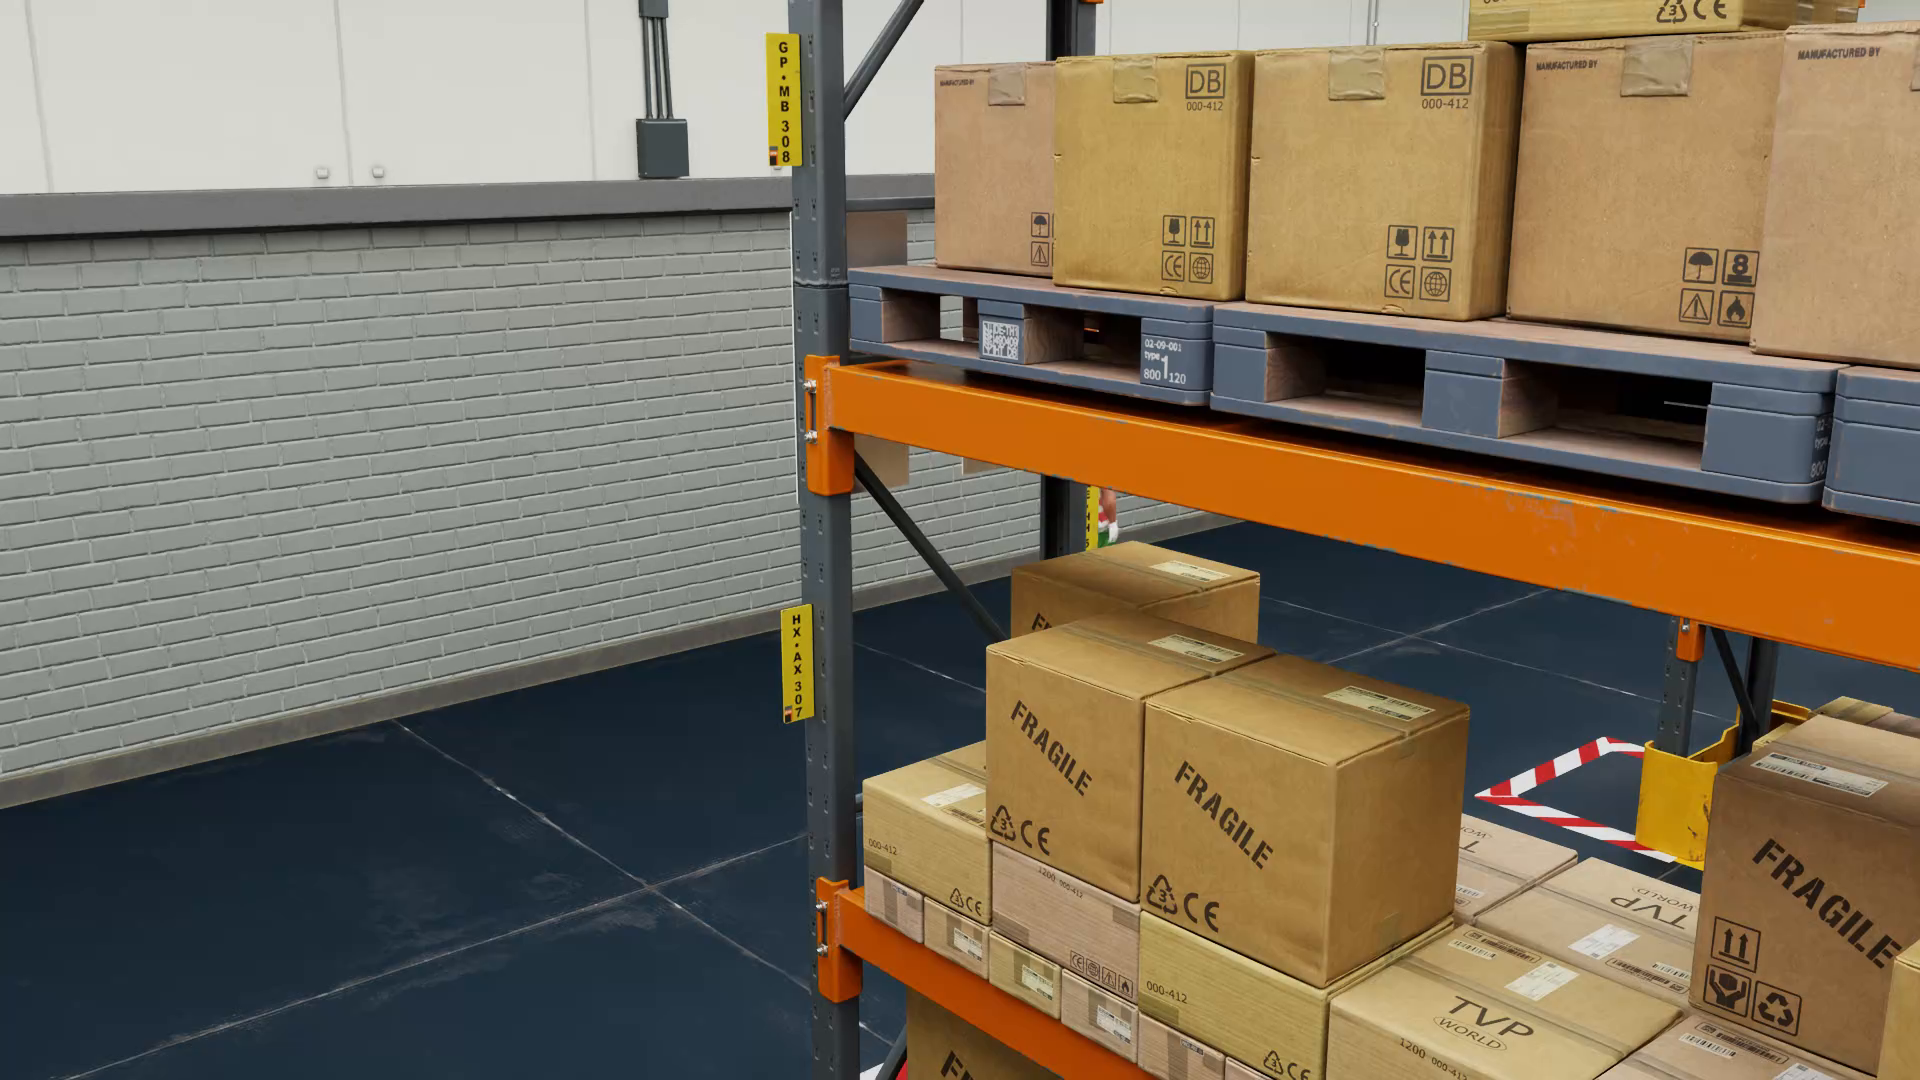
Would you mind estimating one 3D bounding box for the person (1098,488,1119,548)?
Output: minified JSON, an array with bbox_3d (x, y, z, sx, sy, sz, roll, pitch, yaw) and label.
[{"bbox_3d":[0.830,-0.096,10.905,0.414,1.757,0.536,-11,18,-38],"label":"person"}]
